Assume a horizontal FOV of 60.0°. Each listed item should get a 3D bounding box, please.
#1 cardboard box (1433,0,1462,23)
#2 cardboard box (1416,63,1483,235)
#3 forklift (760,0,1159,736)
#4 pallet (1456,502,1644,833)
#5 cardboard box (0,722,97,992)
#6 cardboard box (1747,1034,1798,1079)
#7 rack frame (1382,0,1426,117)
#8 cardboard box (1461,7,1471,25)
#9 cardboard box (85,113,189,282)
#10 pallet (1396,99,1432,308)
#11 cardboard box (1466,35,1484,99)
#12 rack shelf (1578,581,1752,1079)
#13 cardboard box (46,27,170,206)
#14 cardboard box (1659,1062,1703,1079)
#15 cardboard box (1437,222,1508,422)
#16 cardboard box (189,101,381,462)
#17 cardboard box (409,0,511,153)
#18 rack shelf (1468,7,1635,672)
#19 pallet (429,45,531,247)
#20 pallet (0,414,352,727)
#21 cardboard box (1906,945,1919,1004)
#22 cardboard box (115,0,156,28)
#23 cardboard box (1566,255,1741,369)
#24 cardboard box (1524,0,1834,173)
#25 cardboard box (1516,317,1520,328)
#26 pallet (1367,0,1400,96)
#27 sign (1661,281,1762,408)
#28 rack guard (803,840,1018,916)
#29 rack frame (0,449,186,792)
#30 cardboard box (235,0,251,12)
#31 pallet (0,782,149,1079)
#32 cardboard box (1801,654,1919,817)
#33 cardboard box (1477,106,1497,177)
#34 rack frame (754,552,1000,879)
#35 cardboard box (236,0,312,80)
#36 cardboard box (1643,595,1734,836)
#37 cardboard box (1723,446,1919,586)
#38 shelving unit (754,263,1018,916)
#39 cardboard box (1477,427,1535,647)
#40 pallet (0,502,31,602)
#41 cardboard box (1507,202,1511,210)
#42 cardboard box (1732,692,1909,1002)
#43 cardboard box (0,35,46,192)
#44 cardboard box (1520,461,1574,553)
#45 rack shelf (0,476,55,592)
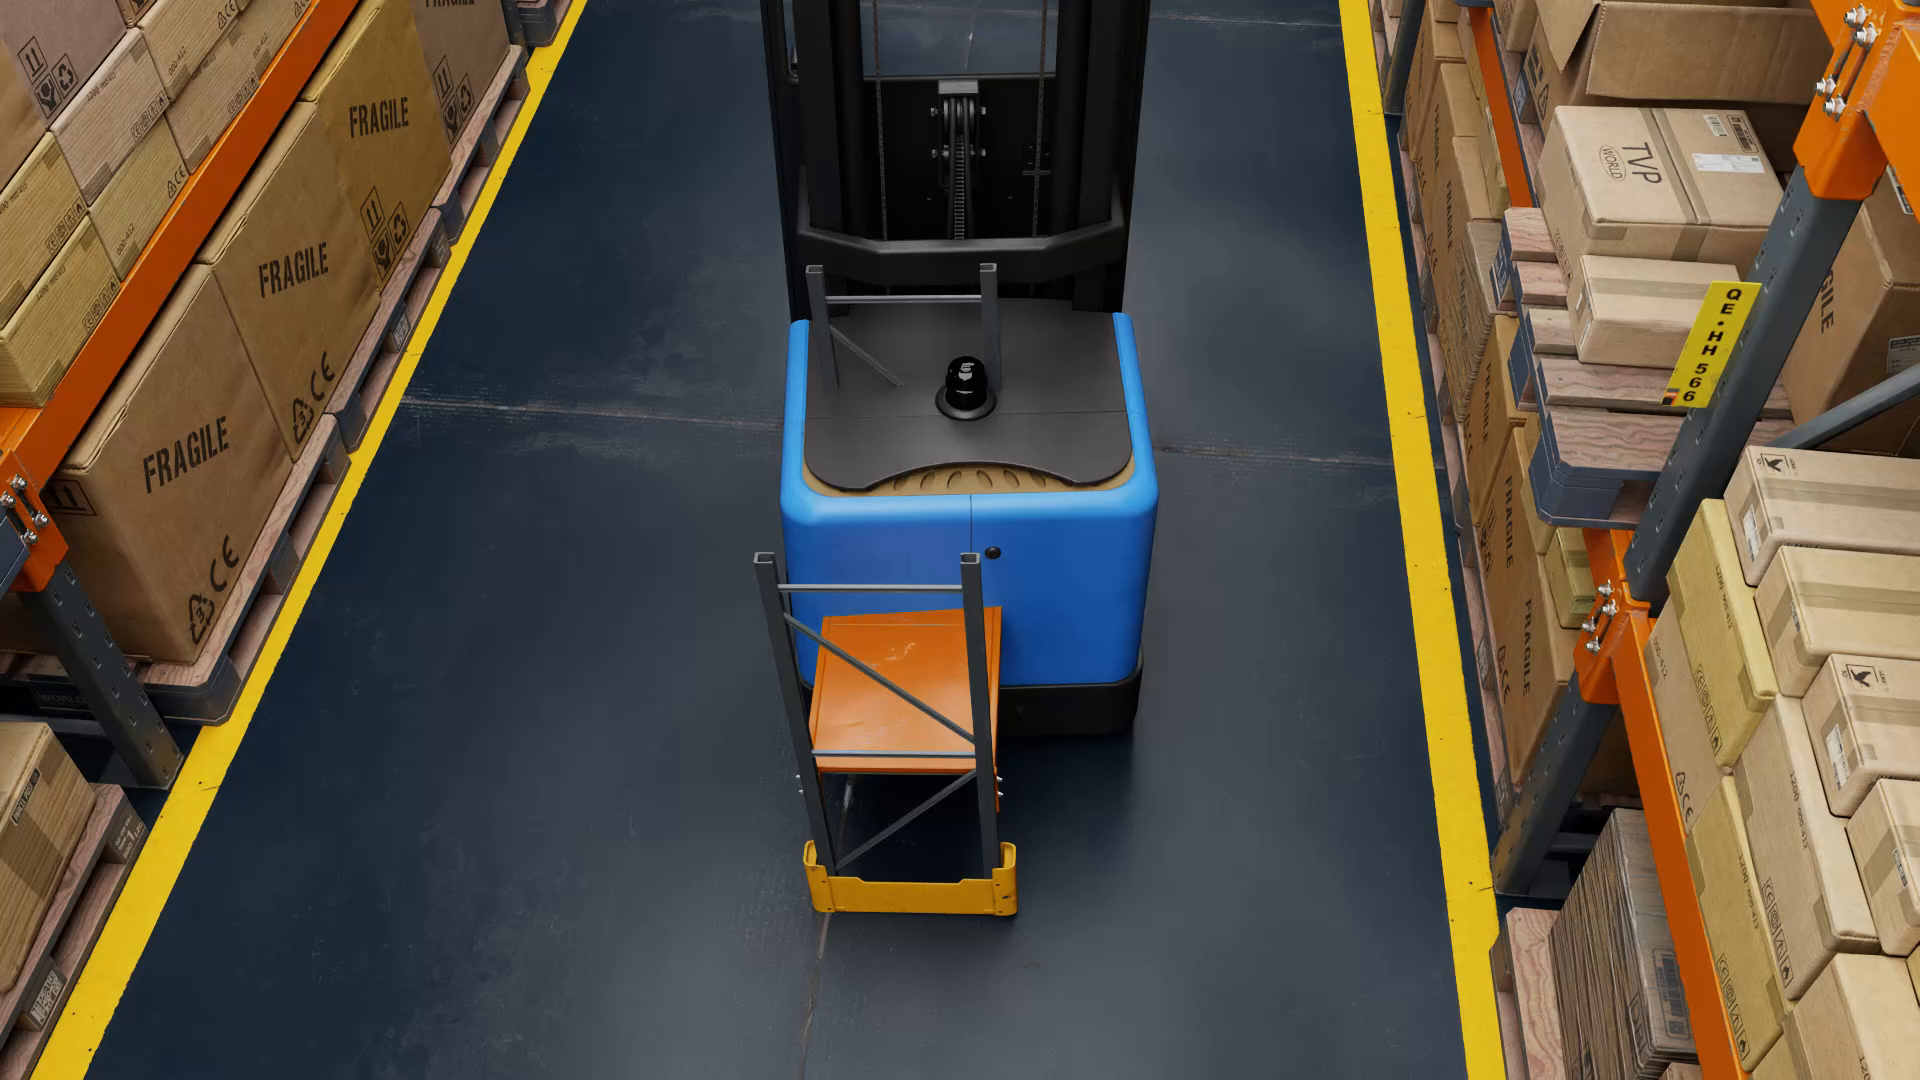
[{"bbox_3d":[2.117,-2.206,6.704,0.380,0.149,0.250,6,48,5],"label":"cardboard box"},{"bbox_3d":[2.108,-1.500,6.499,0.500,0.500,0.500,3,48,3],"label":"cardboard box"},{"bbox_3d":[-0.022,-1.453,5.092,1.130,2.935,3.031,-1,48,-1],"label":"forklift"},{"bbox_3d":[2.156,0.400,5.241,1.003,0.211,1.213,4,48,4],"label":"pallet"},{"bbox_3d":[-2.955,0.833,4.451,0.950,0.372,0.625,1,48,1],"label":"cardboard box"},{"bbox_3d":[1.676,1.113,2.801,0.500,0.250,0.500,2,48,2],"label":"cardboard box"},{"bbox_3d":[2.415,-2.934,6.401,1.000,3.000,0.127,4,48,4],"label":"rack frame"},{"bbox_3d":[2.141,-2.112,6.417,0.380,0.149,0.250,2,48,2],"label":"cardboard box"},{"bbox_3d":[-2.569,-0.997,4.730,0.500,0.250,0.500,3,48,2],"label":"cardboard box"},{"bbox_3d":[2.378,-1.393,6.881,1.003,0.211,1.213,4,48,4],"label":"pallet"},{"bbox_3d":[2.157,-1.808,6.340,0.380,0.149,0.250,2,48,2],"label":"cardboard box"},{"bbox_3d":[1.868,1.717,2.634,1.077,0.370,4.000,4,48,4],"label":"rack shelf"},{"bbox_3d":[-2.553,-1.180,4.559,0.500,0.250,0.500,5,48,4],"label":"cardboard box"},{"bbox_3d":[1.928,1.603,3.576,0.875,0.625,0.625,5,48,5],"label":"cardboard box"},{"bbox_3d":[2.005,-0.753,5.815,0.500,0.500,0.500,2,48,2],"label":"cardboard box"},{"bbox_3d":[-2.662,-0.908,5.703,0.875,0.875,0.875,4,48,4],"label":"cardboard box"},{"bbox_3d":[-2.505,-2.229,6.911,0.875,0.875,0.875,5,48,5],"label":"cardboard box"},{"bbox_3d":[2.232,-1.222,5.322,1.077,0.370,4.000,4,48,4],"label":"rack shelf"},{"bbox_3d":[-2.524,-1.752,7.210,1.003,0.211,1.213,4,48,4],"label":"pallet"},{"bbox_3d":[-2.746,0.041,5.570,1.003,0.211,1.213,4,48,4],"label":"pallet"},{"bbox_3d":[1.703,0.733,2.539,0.380,0.149,0.250,4,48,4],"label":"cardboard box"},{"bbox_3d":[-2.507,-1.788,4.607,0.500,0.500,0.500,5,48,5],"label":"cardboard box"},{"bbox_3d":[1.728,-0.561,4.116,0.380,0.149,0.250,5,48,4],"label":"cardboard box"},{"bbox_3d":[2.015,-1.384,4.628,0.797,0.503,0.637,3,48,3],"label":"cardboard box"},{"bbox_3d":[1.996,-0.660,5.290,0.380,0.149,0.250,3,48,3],"label":"cardboard box"},{"bbox_3d":[2.478,-2.498,7.892,1.003,0.211,1.213,4,48,4],"label":"pallet"},{"bbox_3d":[1.509,-0.389,3.342,0.100,0.325,0.005,4,48,4],"label":"sign"},{"bbox_3d":[-0.134,0.953,4.690,0.587,0.250,0.087,0,48,4],"label":"rack guard"},{"bbox_3d":[-2.893,-0.326,4.016,1.000,3.000,0.127,4,48,4],"label":"rack frame"},{"bbox_3d":[-2.436,-1.917,5.233,0.500,0.250,0.500,5,48,4],"label":"cardboard box"},{"bbox_3d":[-2.966,1.189,4.519,1.003,0.211,1.213,4,48,4],"label":"pallet"},{"bbox_3d":[1.707,0.353,2.887,0.380,0.149,0.250,5,48,5],"label":"cardboard box"},{"bbox_3d":[2.085,-1.424,5.990,0.380,0.149,0.250,4,48,3],"label":"cardboard box"},{"bbox_3d":[-0.167,0.545,4.217,0.500,1.500,0.032,0,48,4],"label":"rack frame"},{"bbox_3d":[-2.474,-1.745,5.415,0.500,0.250,0.500,4,48,4],"label":"cardboard box"},{"bbox_3d":[1.766,0.365,3.485,0.500,0.250,0.500,4,48,4],"label":"cardboard box"},{"bbox_3d":[1.728,-0.033,3.240,0.380,0.149,0.250,5,48,5],"label":"cardboard box"},{"bbox_3d":[-0.141,0.164,4.565,0.587,1.500,1.083,0,48,4],"label":"shelving unit"},{"bbox_3d":[1.931,0.015,5.113,0.500,0.500,0.500,3,48,3],"label":"cardboard box"},{"bbox_3d":[-2.852,0.269,3.601,1.213,0.211,1.003,4,48,4],"label":"pallet"},{"bbox_3d":[2.065,-1.042,5.640,0.380,0.149,0.250,4,48,4],"label":"cardboard box"},{"bbox_3d":[1.720,0.564,2.964,0.500,0.250,0.500,5,48,5],"label":"cardboard box"},{"bbox_3d":[-2.605,-1.043,3.926,0.500,0.500,0.500,2,48,2],"label":"cardboard box"},{"bbox_3d":[1.837,-0.095,4.774,0.380,0.149,0.250,2,48,2],"label":"cardboard box"},{"bbox_3d":[-3.075,1.386,2.937,1.077,0.370,4.000,4,48,4],"label":"rack shelf"}]
